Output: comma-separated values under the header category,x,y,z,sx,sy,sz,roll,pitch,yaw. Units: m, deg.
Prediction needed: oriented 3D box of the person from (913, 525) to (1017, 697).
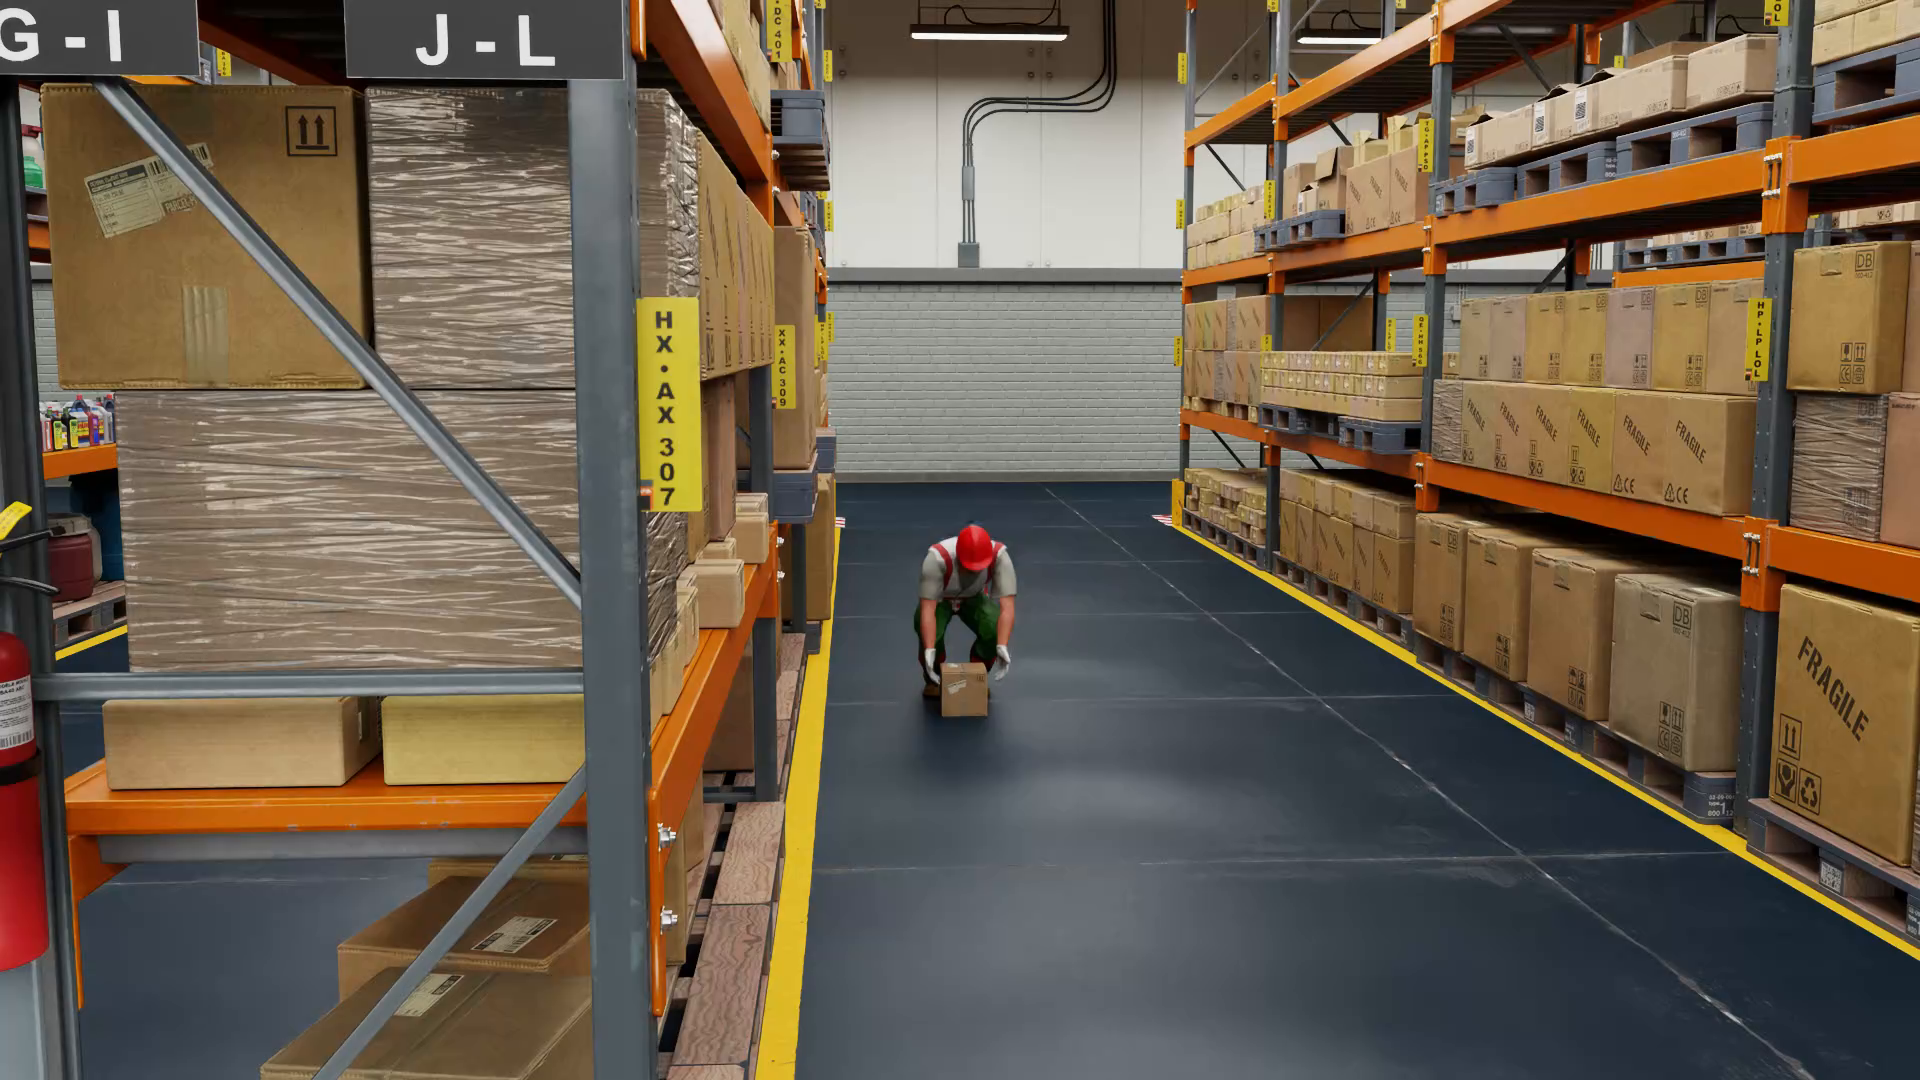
category,x,y,z,sx,sy,sz,roll,pitch,yaw
person,0.024,0.396,9.495,0.578,1.040,0.872,0,7,-4
